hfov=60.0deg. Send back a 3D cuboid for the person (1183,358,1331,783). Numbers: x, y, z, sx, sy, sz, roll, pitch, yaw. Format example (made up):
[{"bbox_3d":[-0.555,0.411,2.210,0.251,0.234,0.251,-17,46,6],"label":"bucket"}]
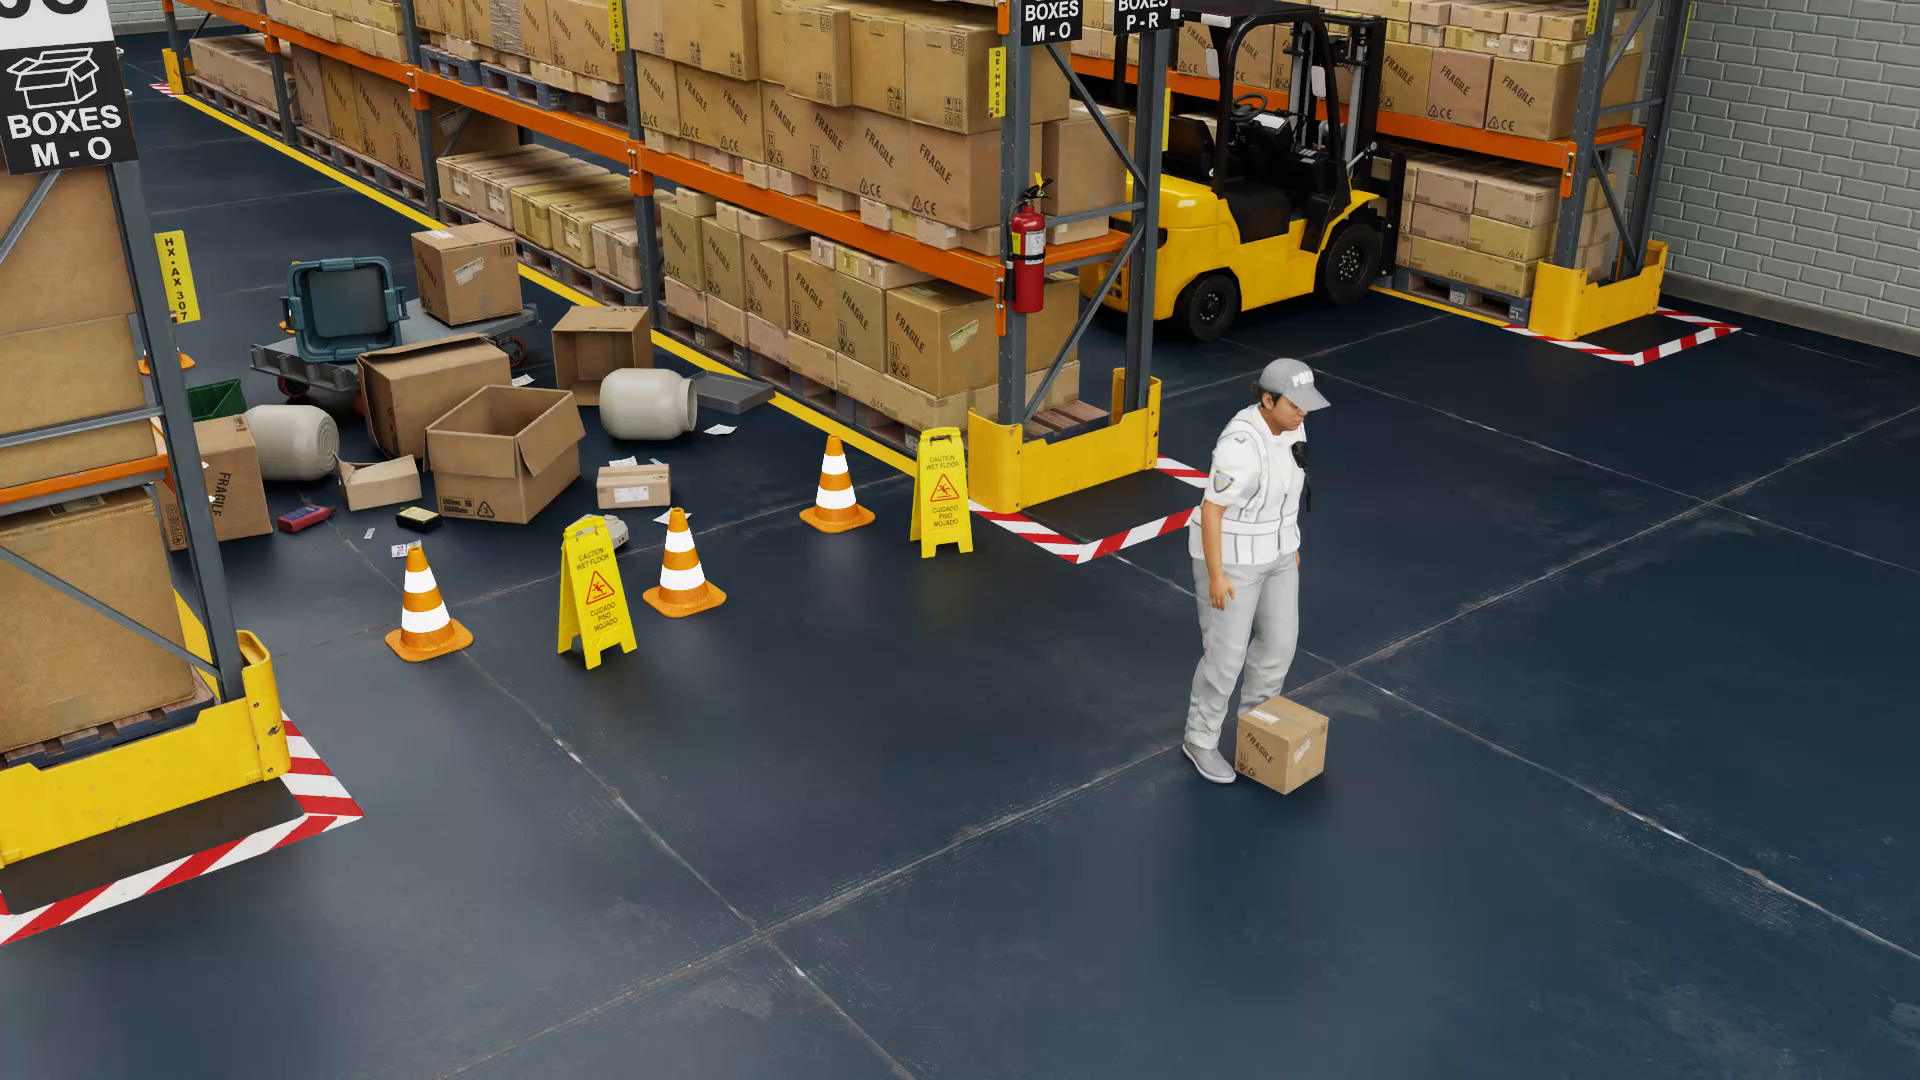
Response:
[{"bbox_3d":[1.130,0.091,6.405,0.554,1.665,0.468,-20,32,-37],"label":"person"}]
